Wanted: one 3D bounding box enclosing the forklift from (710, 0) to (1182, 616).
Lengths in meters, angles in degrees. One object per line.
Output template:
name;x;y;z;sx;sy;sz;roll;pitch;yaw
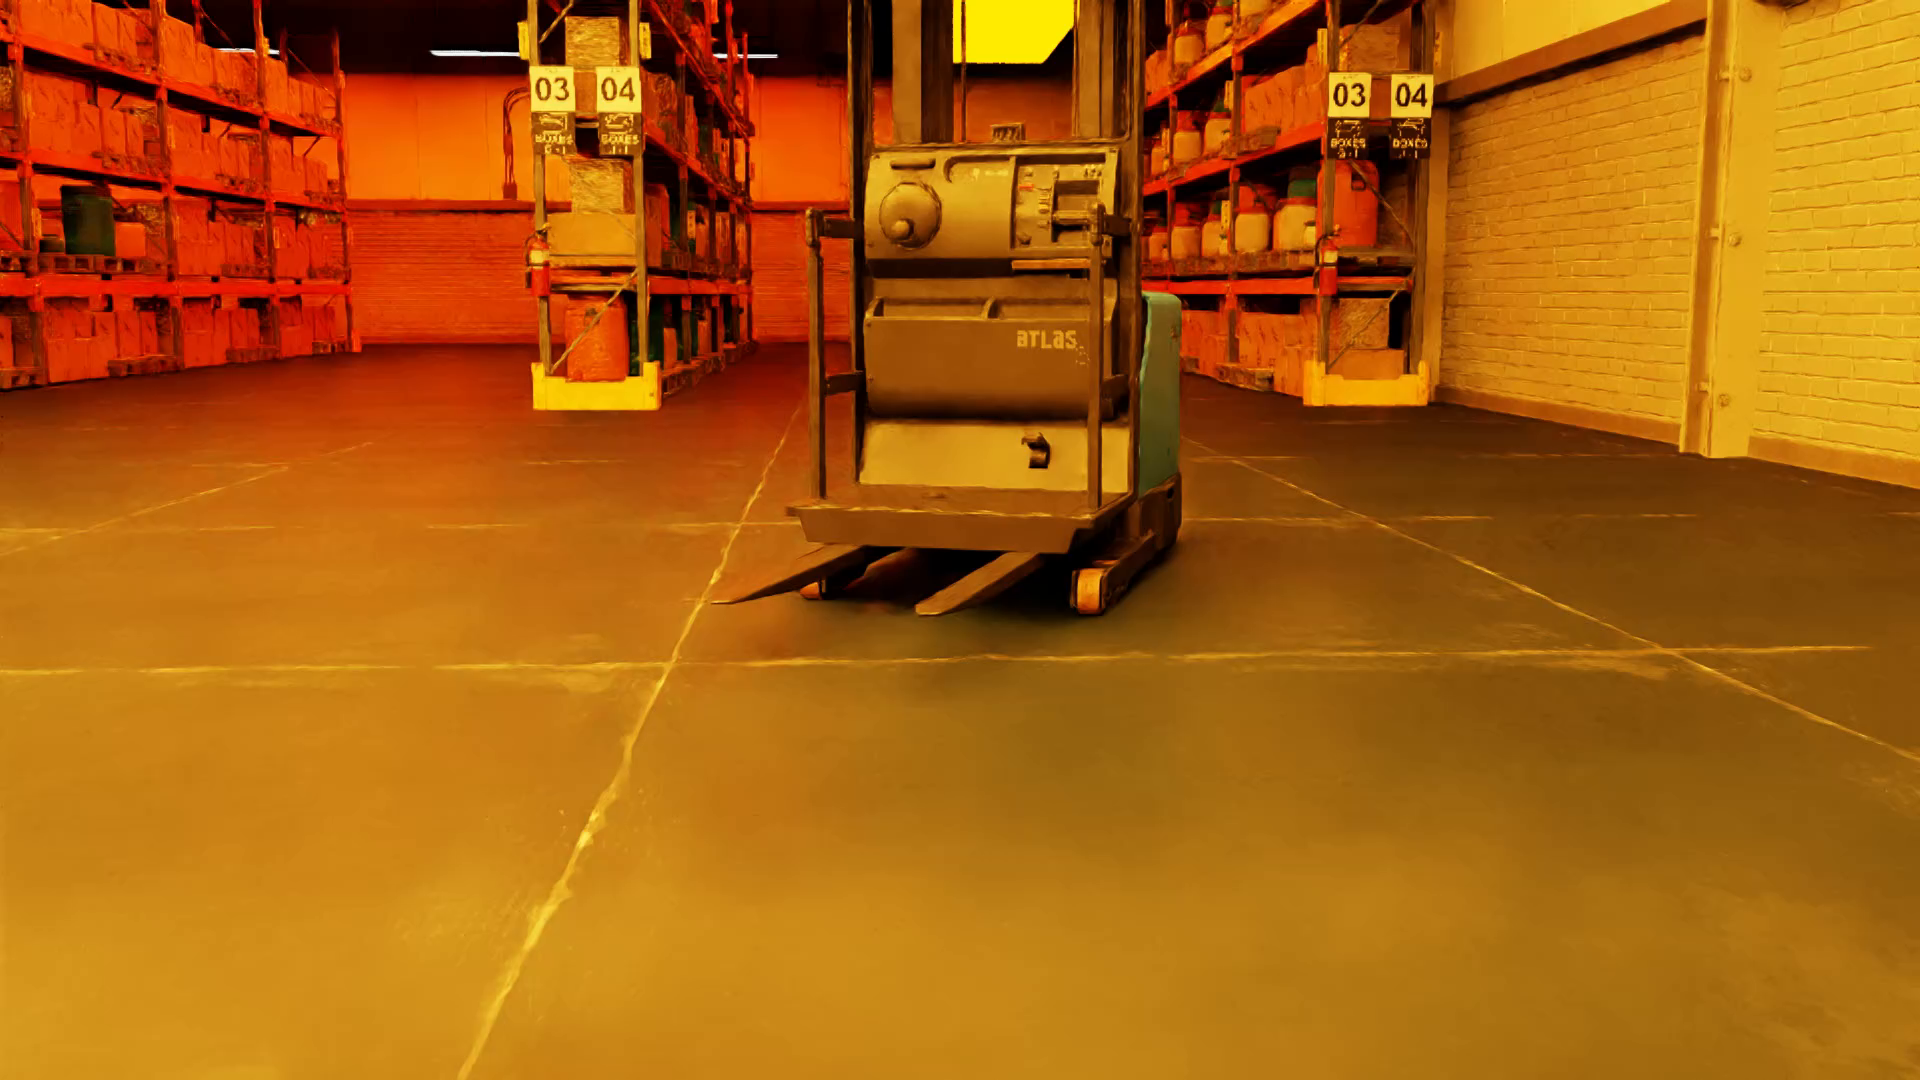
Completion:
forklift;0.050;-1.258;5.805;1.130;2.935;3.031;2;9;16
